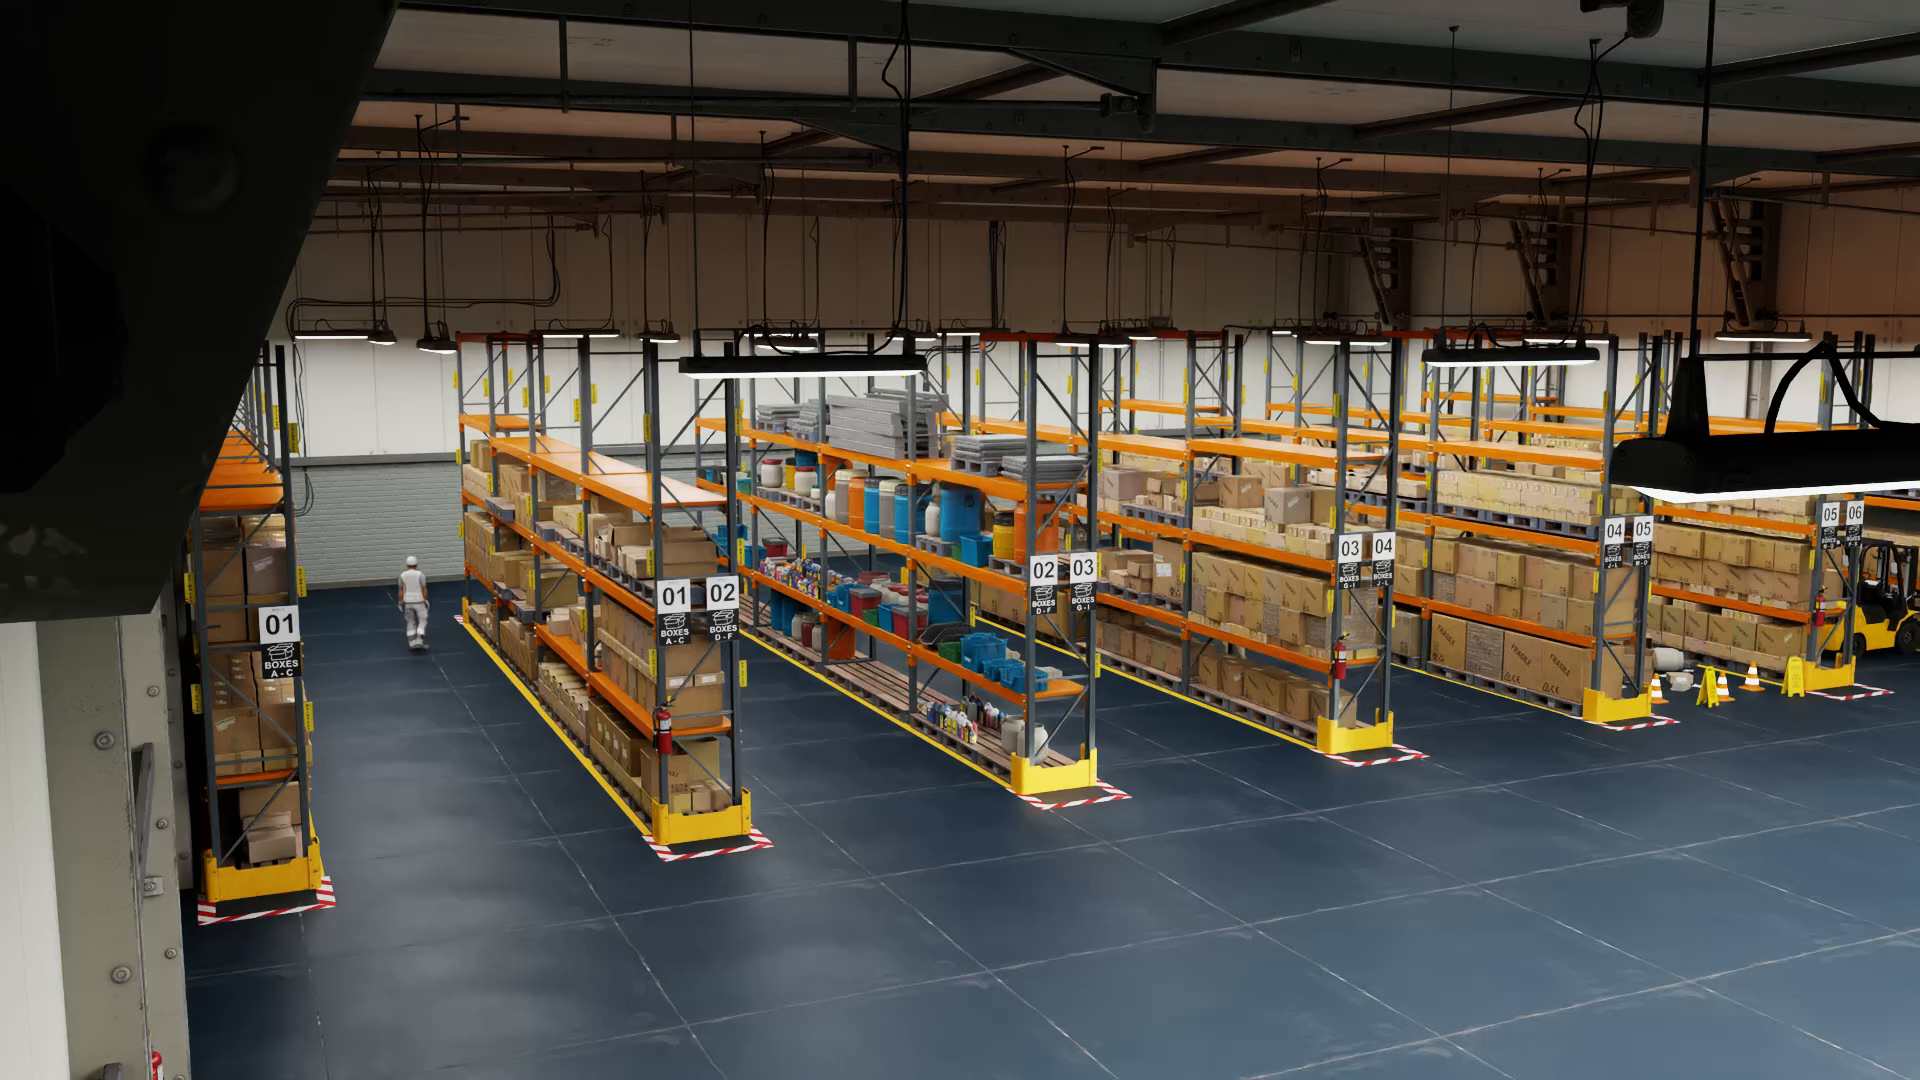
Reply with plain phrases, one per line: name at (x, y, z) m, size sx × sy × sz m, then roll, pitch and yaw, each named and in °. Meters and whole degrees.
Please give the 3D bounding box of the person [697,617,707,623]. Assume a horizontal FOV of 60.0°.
person at (-4.797, 1.315, 31.424) m, size 0.623 × 1.599 × 0.702 m, roll -2°, pitch 8°, yaw -14°

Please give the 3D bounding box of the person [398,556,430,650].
person at (-10.380, 1.200, 31.595) m, size 0.592 × 1.788 × 0.519 m, roll 0°, pitch 8°, yaw 3°

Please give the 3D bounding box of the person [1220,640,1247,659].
person at (4.946, 1.412, 30.253) m, size 0.569 × 1.723 × 0.535 m, roll -4°, pitch 9°, yaw -25°
